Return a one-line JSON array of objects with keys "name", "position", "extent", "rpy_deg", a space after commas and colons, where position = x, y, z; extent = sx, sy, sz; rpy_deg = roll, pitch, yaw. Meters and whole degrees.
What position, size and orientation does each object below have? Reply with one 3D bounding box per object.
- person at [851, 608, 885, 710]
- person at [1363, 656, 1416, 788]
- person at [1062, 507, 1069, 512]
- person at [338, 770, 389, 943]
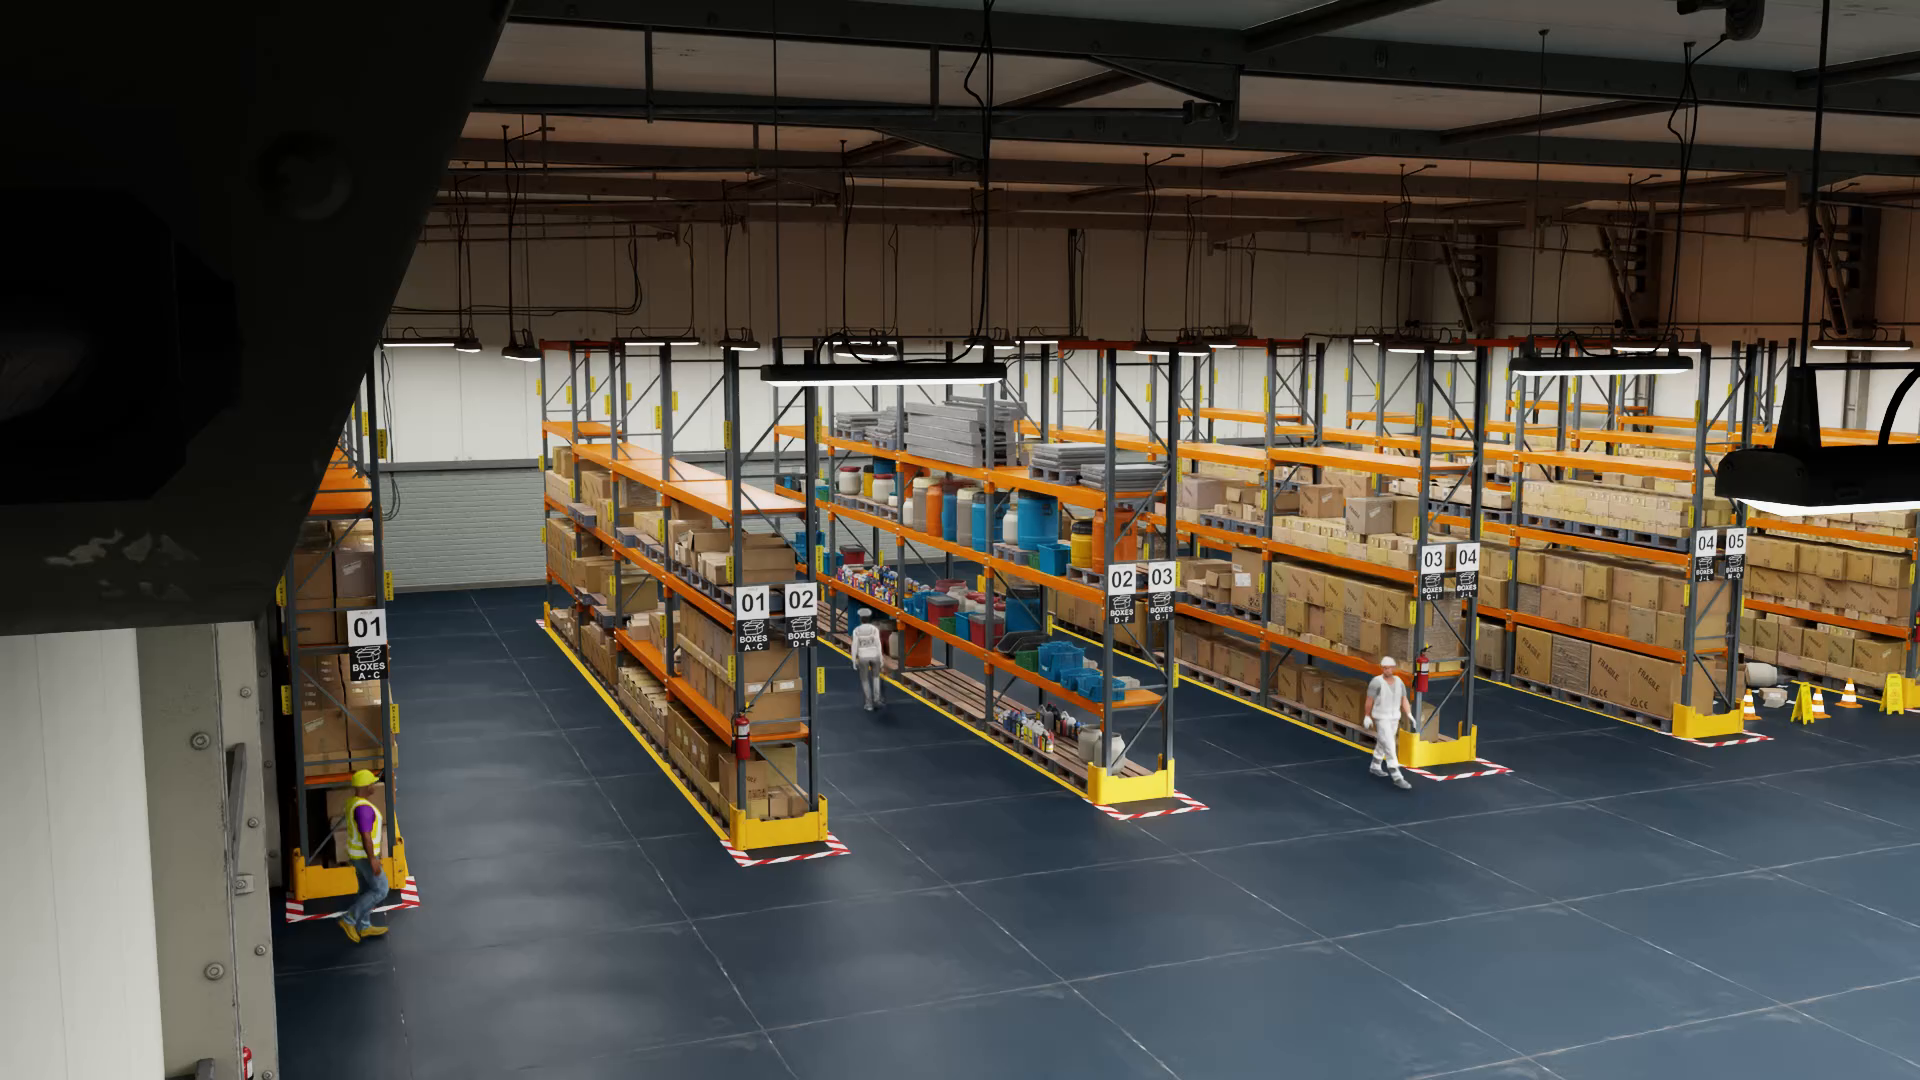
[{"name": "person", "position": [-1.516, 1.950, 27.256], "extent": [0.528, 1.663, 0.434], "rpy_deg": [-2, 8, -14]}, {"name": "person", "position": [5.935, 2.472, 22.838], "extent": [0.565, 1.746, 0.978], "rpy_deg": [-3, 8, -23]}, {"name": "person", "position": [2.631, -0.033, 42.389], "extent": [0.435, 1.680, 0.482], "rpy_deg": [-5, 9, -31]}, {"name": "person", "position": [-6.154, 3.233, 17.042], "extent": [0.504, 1.765, 0.597], "rpy_deg": [-4, 8, -28]}]
